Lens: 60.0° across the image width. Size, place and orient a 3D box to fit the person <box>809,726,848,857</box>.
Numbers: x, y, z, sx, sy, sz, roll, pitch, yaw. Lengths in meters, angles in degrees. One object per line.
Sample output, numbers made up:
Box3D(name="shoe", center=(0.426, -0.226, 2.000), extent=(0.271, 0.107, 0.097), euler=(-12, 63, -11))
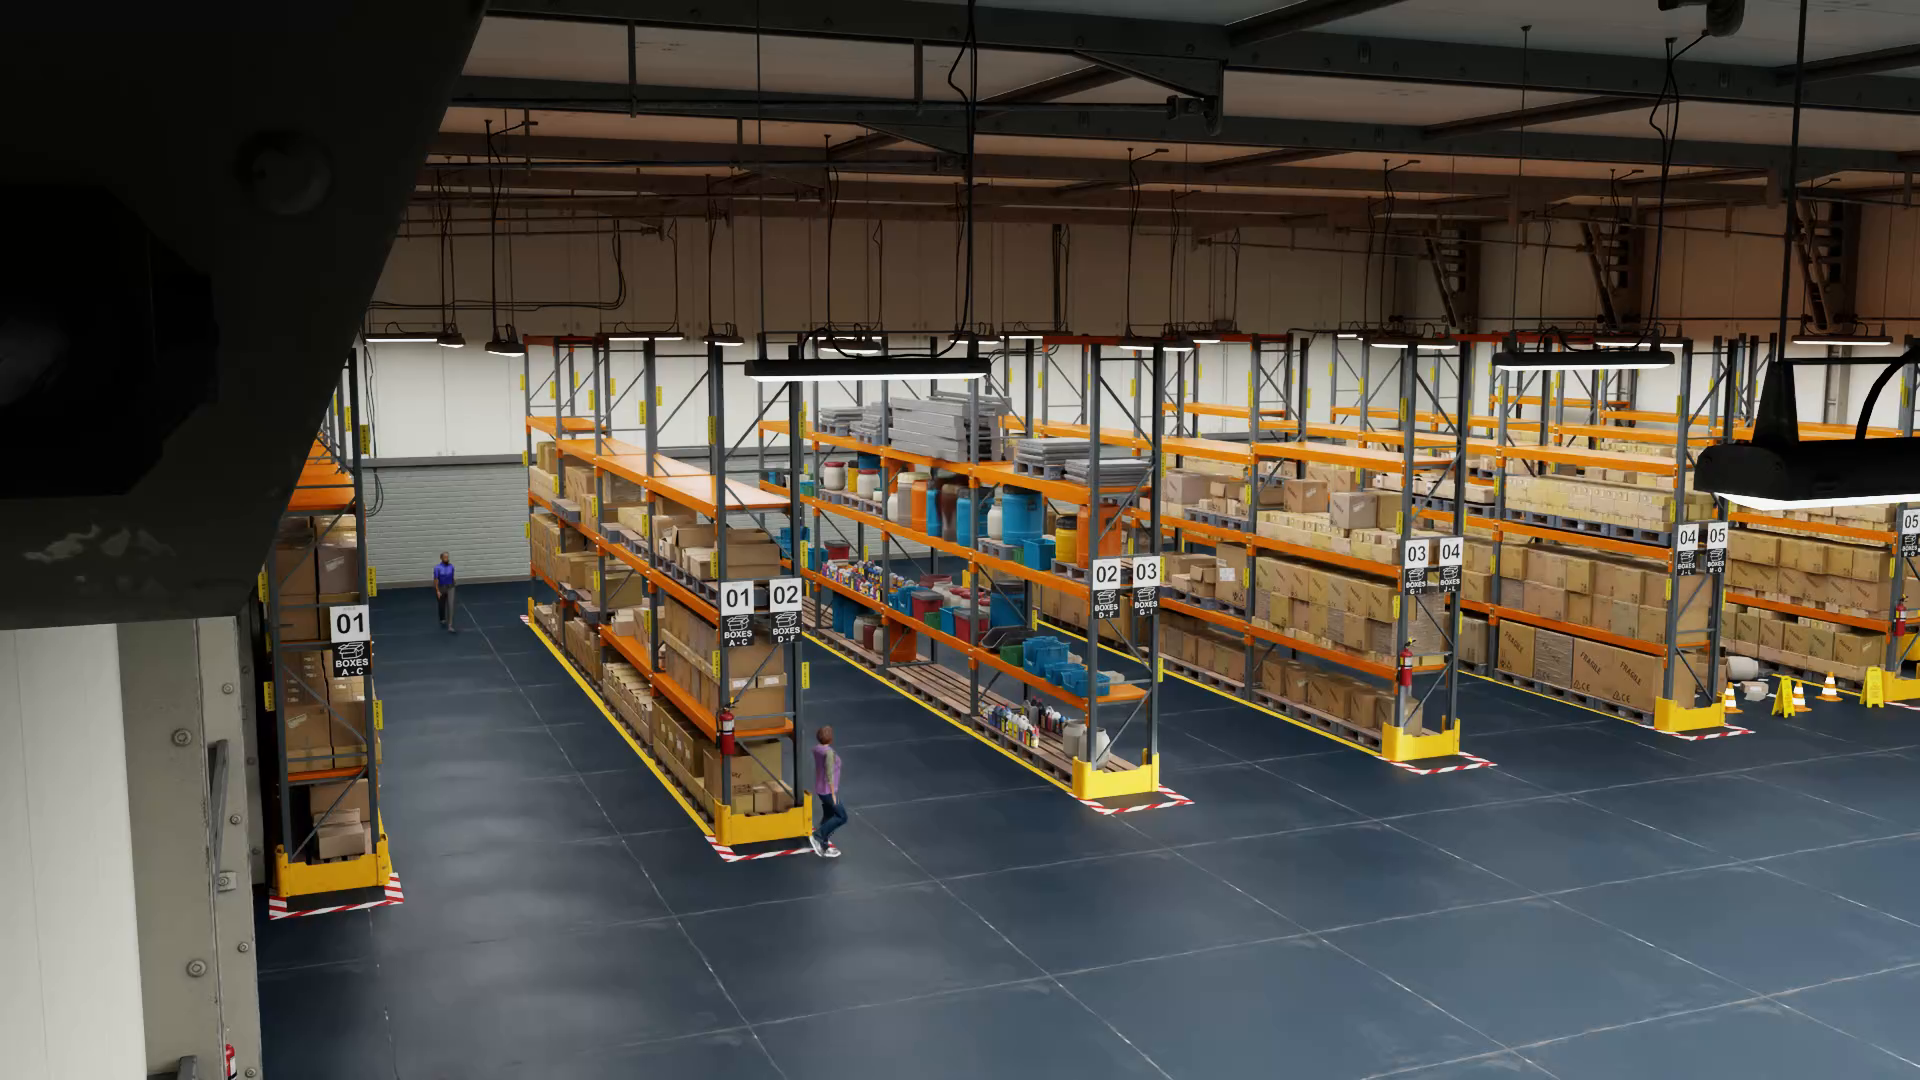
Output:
Box3D(name="person", center=(-1.553, 2.948, 19.475), extent=(0.455, 1.593, 0.457), euler=(-1, 8, -8))

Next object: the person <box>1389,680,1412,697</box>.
Box3D(name="person", center=(7.167, 1.933, 26.982), extent=(0.476, 1.682, 0.460), euler=(-4, 8, -25))

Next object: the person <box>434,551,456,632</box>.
Box3D(name="person", center=(-10.486, 1.040, 33.872), extent=(0.433, 1.599, 0.928), euler=(-2, 8, -17))
